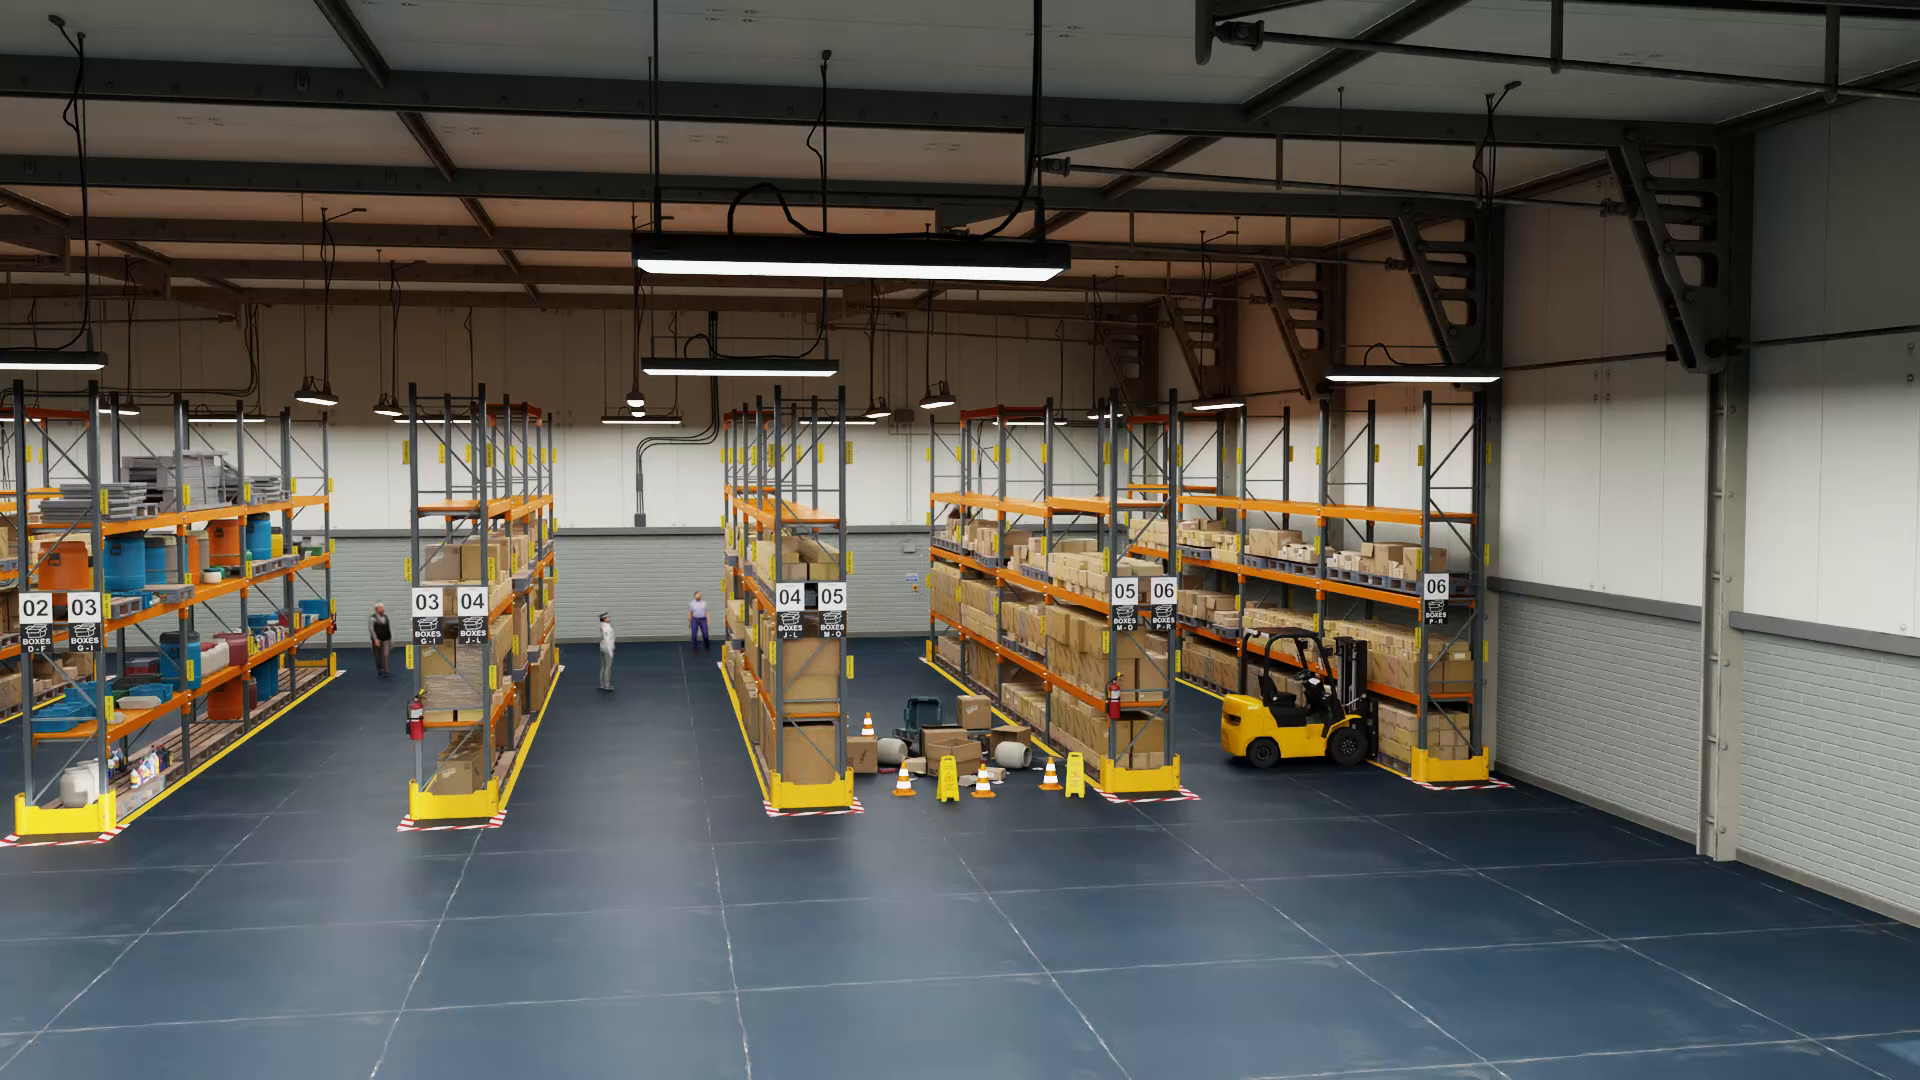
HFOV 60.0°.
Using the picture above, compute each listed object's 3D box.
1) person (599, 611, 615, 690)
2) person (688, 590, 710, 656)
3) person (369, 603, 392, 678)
[{"bbox_3d":[-7.522,2.354,35.538,0.387,1.693,0.491,-2,3,-30],"label":"person"},{"bbox_3d":[-6.582,2.088,41.900,0.554,1.613,0.513,0,3,-9],"label":"person"},{"bbox_3d":[-13.032,2.256,37.375,0.474,1.656,1.045,-1,3,-15],"label":"person"}]
